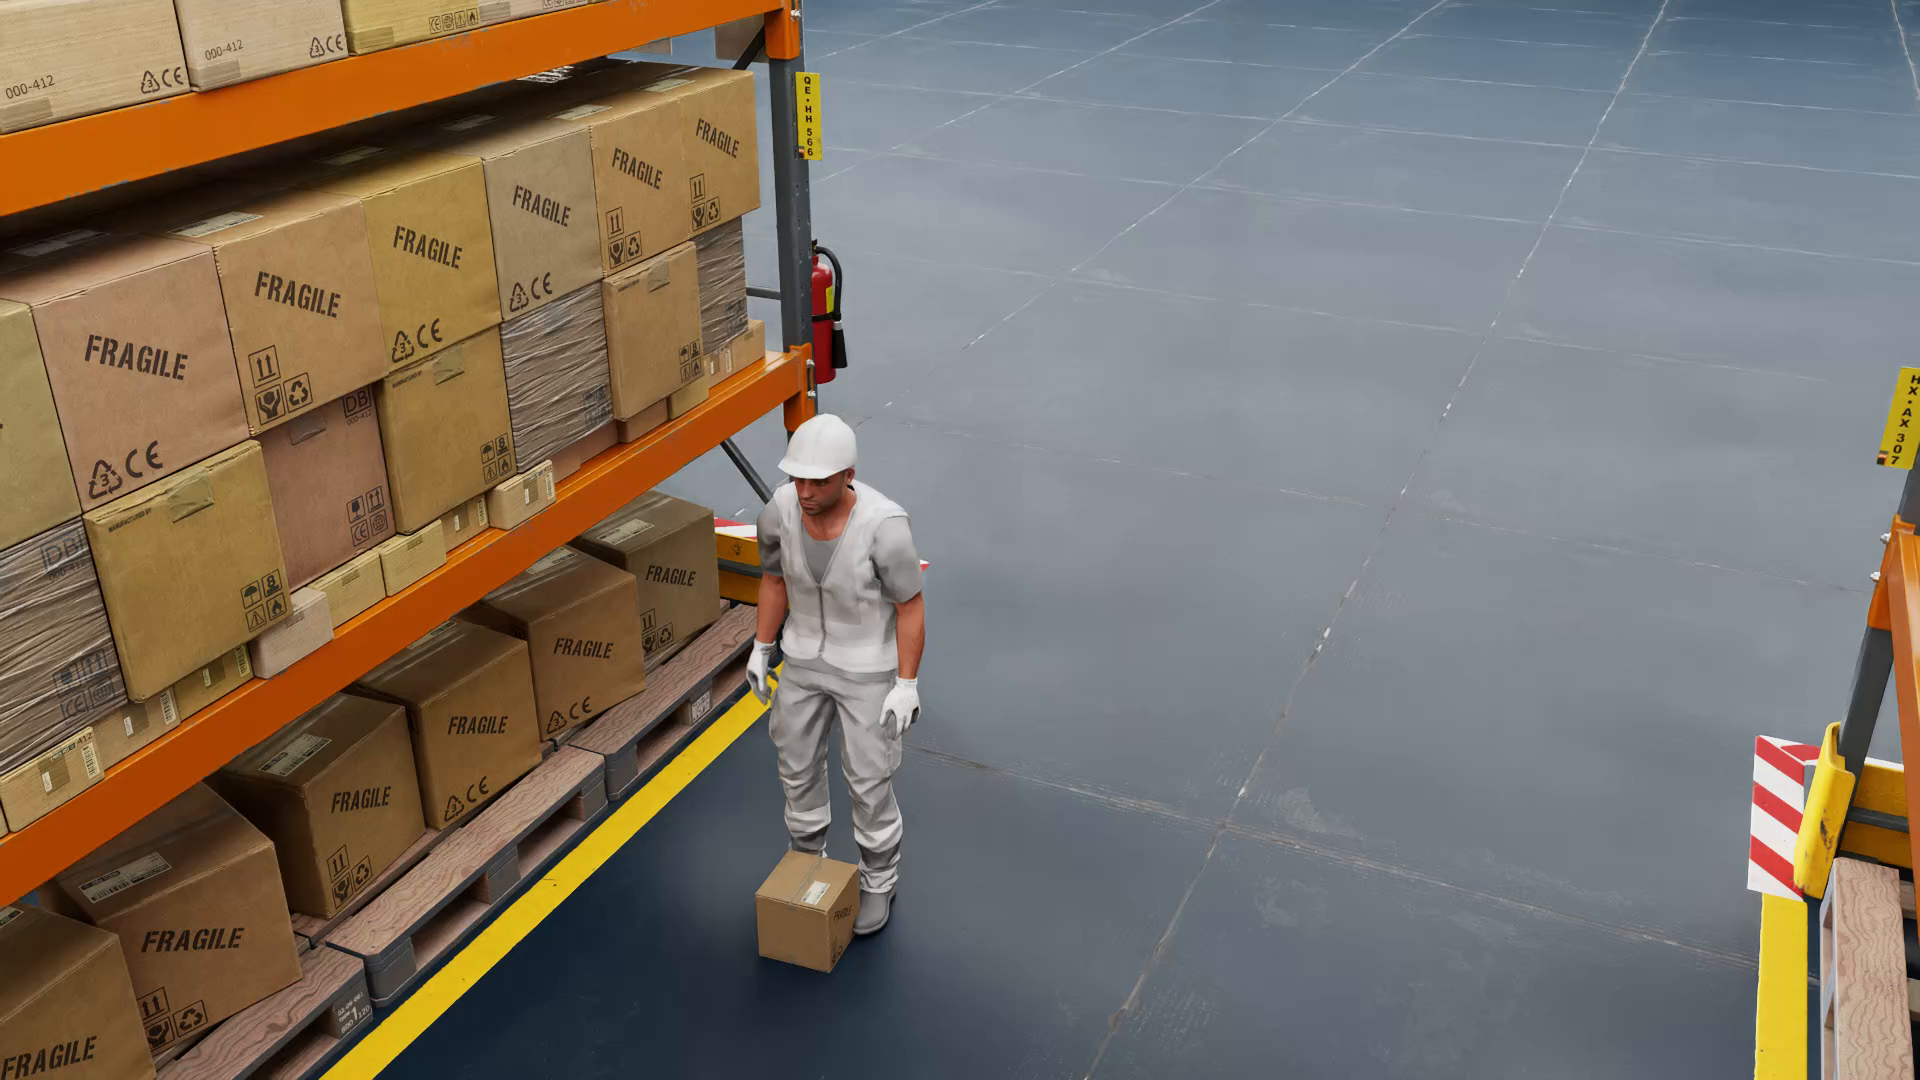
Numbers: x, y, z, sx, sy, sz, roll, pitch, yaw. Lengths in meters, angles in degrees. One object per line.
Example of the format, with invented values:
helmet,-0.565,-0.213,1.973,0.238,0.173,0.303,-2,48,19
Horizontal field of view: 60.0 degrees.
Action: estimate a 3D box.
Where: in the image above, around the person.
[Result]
person,-0.396,0.419,5.231,0.609,1.779,0.449,11,28,22
